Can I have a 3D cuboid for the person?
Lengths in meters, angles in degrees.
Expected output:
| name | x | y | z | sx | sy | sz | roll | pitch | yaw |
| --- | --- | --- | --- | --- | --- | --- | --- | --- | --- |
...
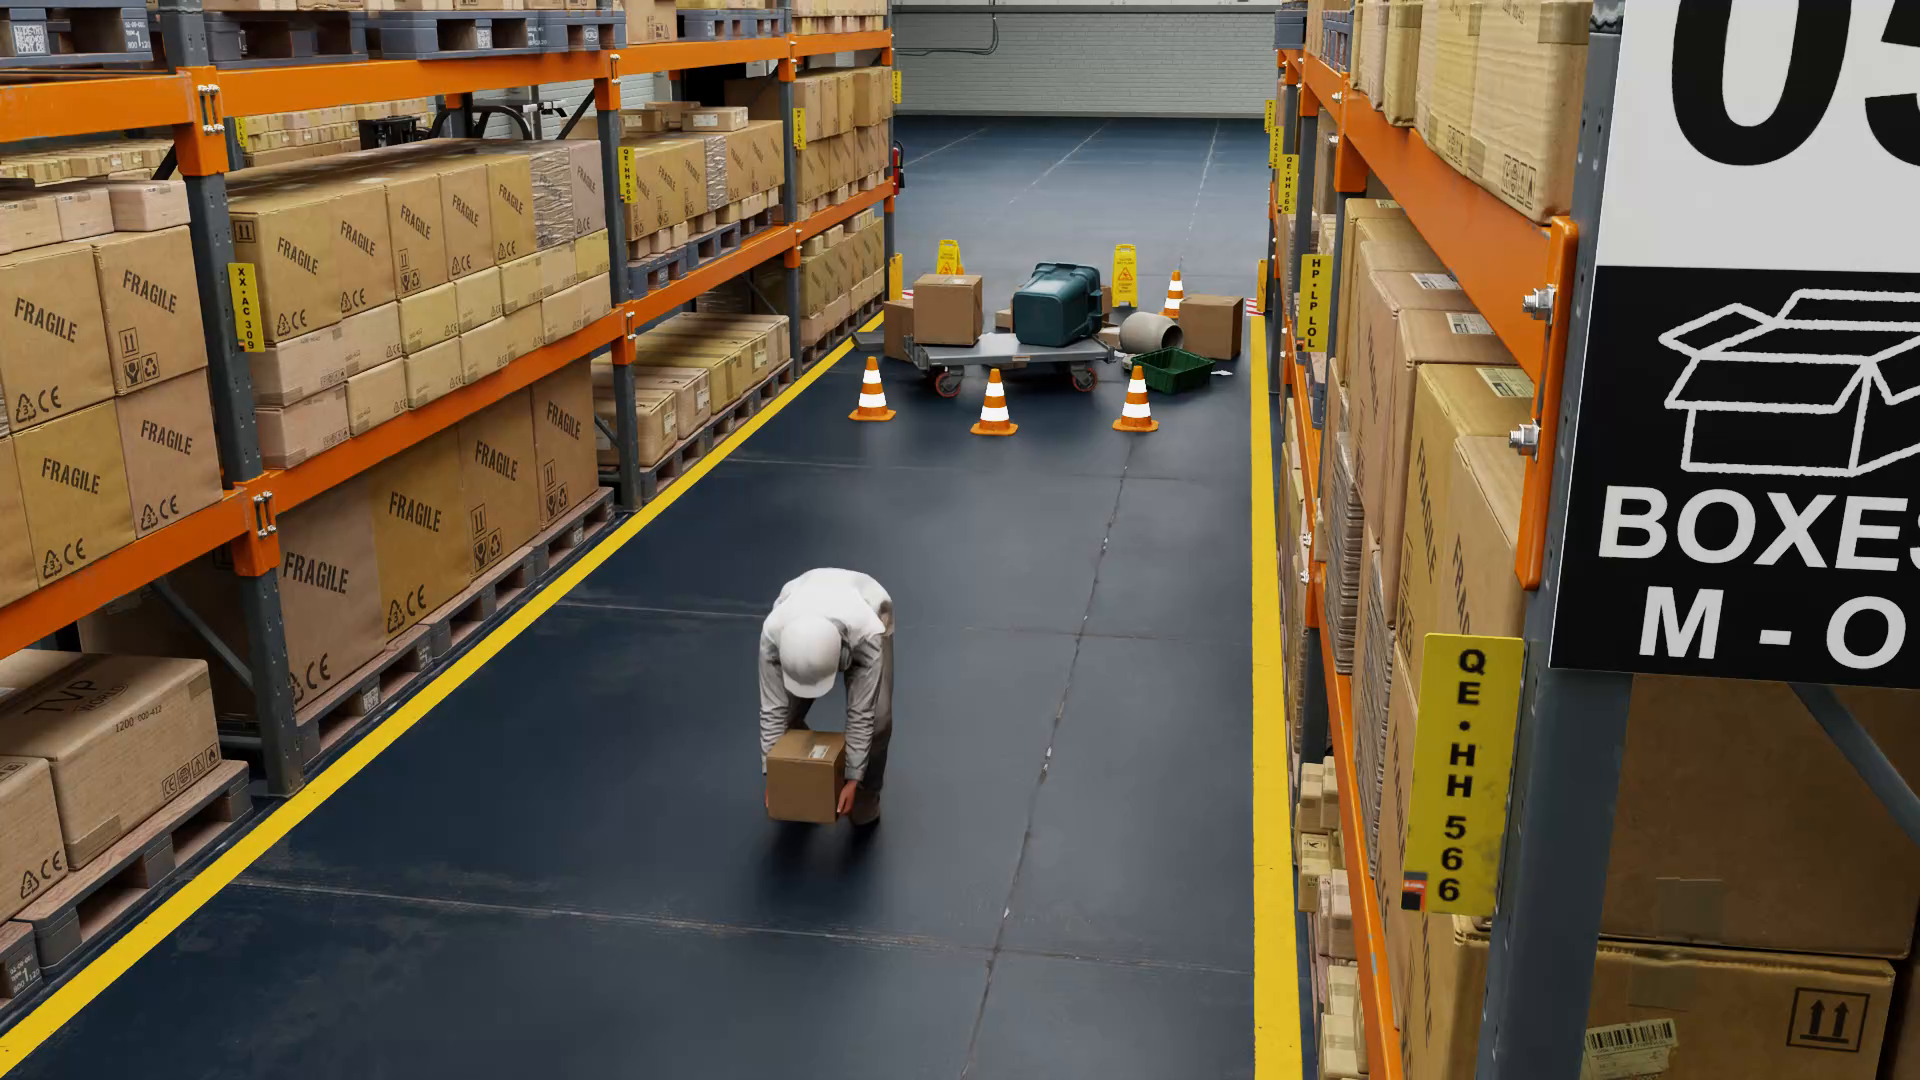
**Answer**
| name | x | y | z | sx | sy | sz | roll | pitch | yaw |
| --- | --- | --- | --- | --- | --- | --- | --- | --- | --- |
| person | -0.508 | 0.631 | 6.303 | 0.502 | 1.002 | 0.994 | 2 | 18 | 6 |
